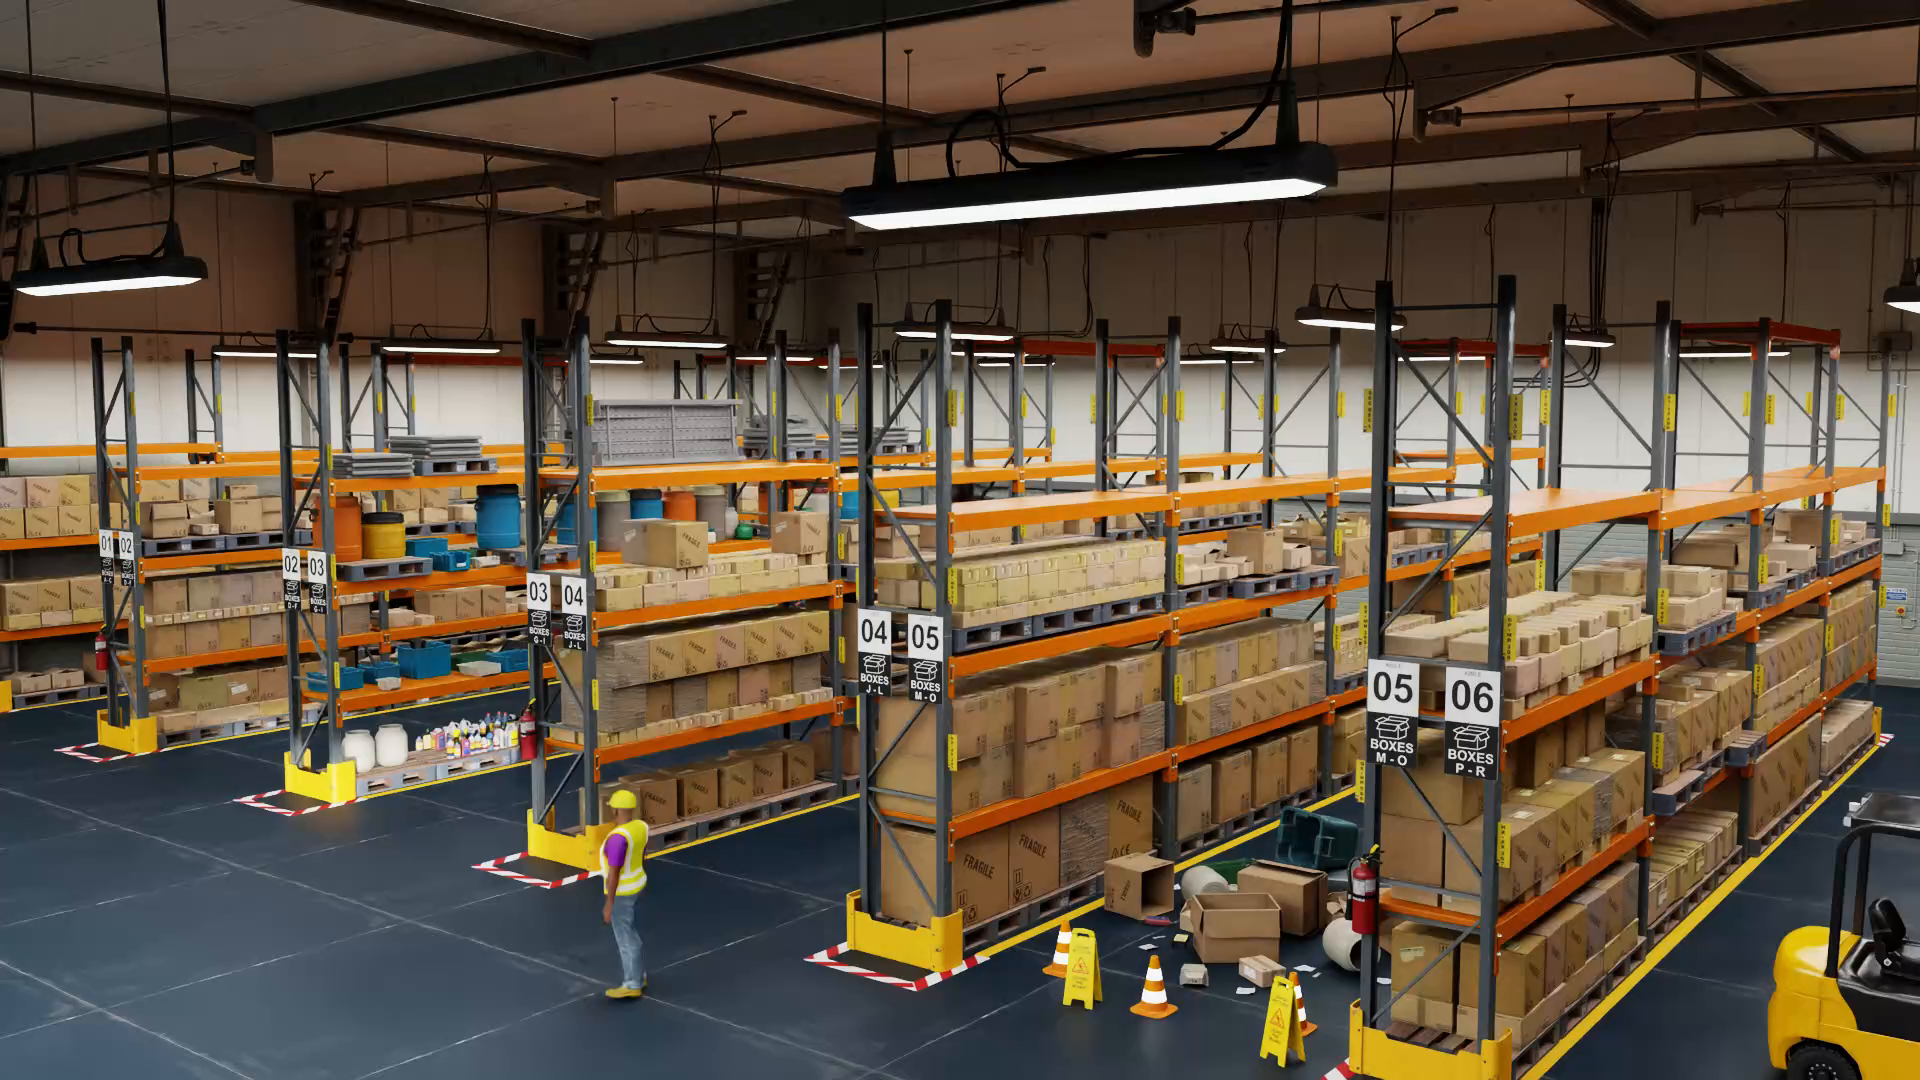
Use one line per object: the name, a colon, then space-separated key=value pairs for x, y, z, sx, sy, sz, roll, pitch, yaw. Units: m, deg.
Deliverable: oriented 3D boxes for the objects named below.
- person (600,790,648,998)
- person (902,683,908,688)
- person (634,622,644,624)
person: x=-2.887 y=3.046 z=14.303 sx=0.366 sy=1.797 sz=0.681 roll=1 pitch=5 yaw=10
person: x=-0.570 y=2.604 z=20.525 sx=0.563 sy=1.699 sz=0.550 roll=-2 pitch=5 yaw=-25
person: x=-5.892 y=1.767 z=30.098 sx=0.489 sy=1.621 sz=0.328 roll=-1 pitch=5 yaw=-10
